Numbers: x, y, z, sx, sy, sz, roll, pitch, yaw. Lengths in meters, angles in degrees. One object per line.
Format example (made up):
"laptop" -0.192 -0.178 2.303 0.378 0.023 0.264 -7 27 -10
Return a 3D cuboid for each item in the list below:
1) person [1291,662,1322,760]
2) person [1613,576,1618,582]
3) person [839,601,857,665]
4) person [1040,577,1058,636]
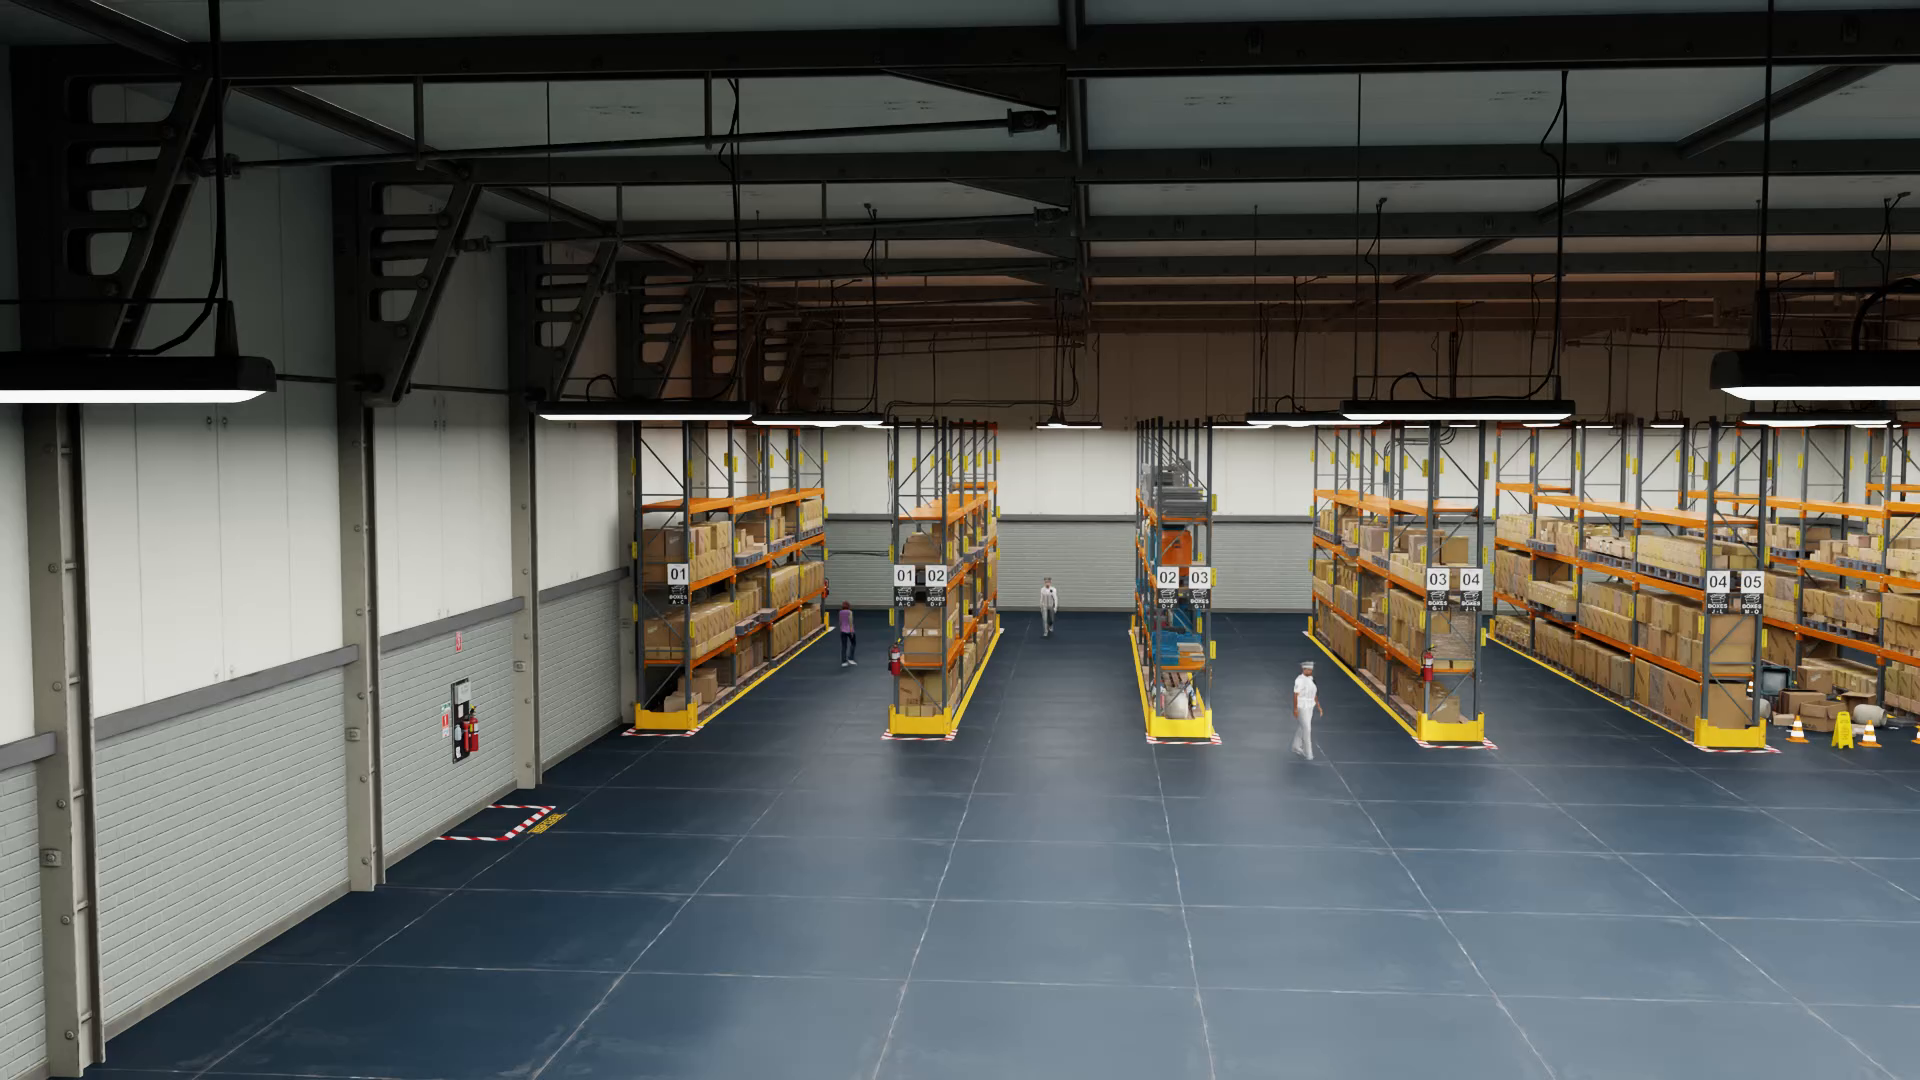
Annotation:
"person" 6.098 3.000 29.274 0.623 1.731 0.501 3 5 42
"person" 18.203 1.840 45.965 0.983 1.700 0.555 2 4 32
"person" -2.784 2.284 40.582 0.422 1.607 0.514 1 4 17
"person" 2.493 1.848 46.577 0.486 1.639 0.872 0 4 2
